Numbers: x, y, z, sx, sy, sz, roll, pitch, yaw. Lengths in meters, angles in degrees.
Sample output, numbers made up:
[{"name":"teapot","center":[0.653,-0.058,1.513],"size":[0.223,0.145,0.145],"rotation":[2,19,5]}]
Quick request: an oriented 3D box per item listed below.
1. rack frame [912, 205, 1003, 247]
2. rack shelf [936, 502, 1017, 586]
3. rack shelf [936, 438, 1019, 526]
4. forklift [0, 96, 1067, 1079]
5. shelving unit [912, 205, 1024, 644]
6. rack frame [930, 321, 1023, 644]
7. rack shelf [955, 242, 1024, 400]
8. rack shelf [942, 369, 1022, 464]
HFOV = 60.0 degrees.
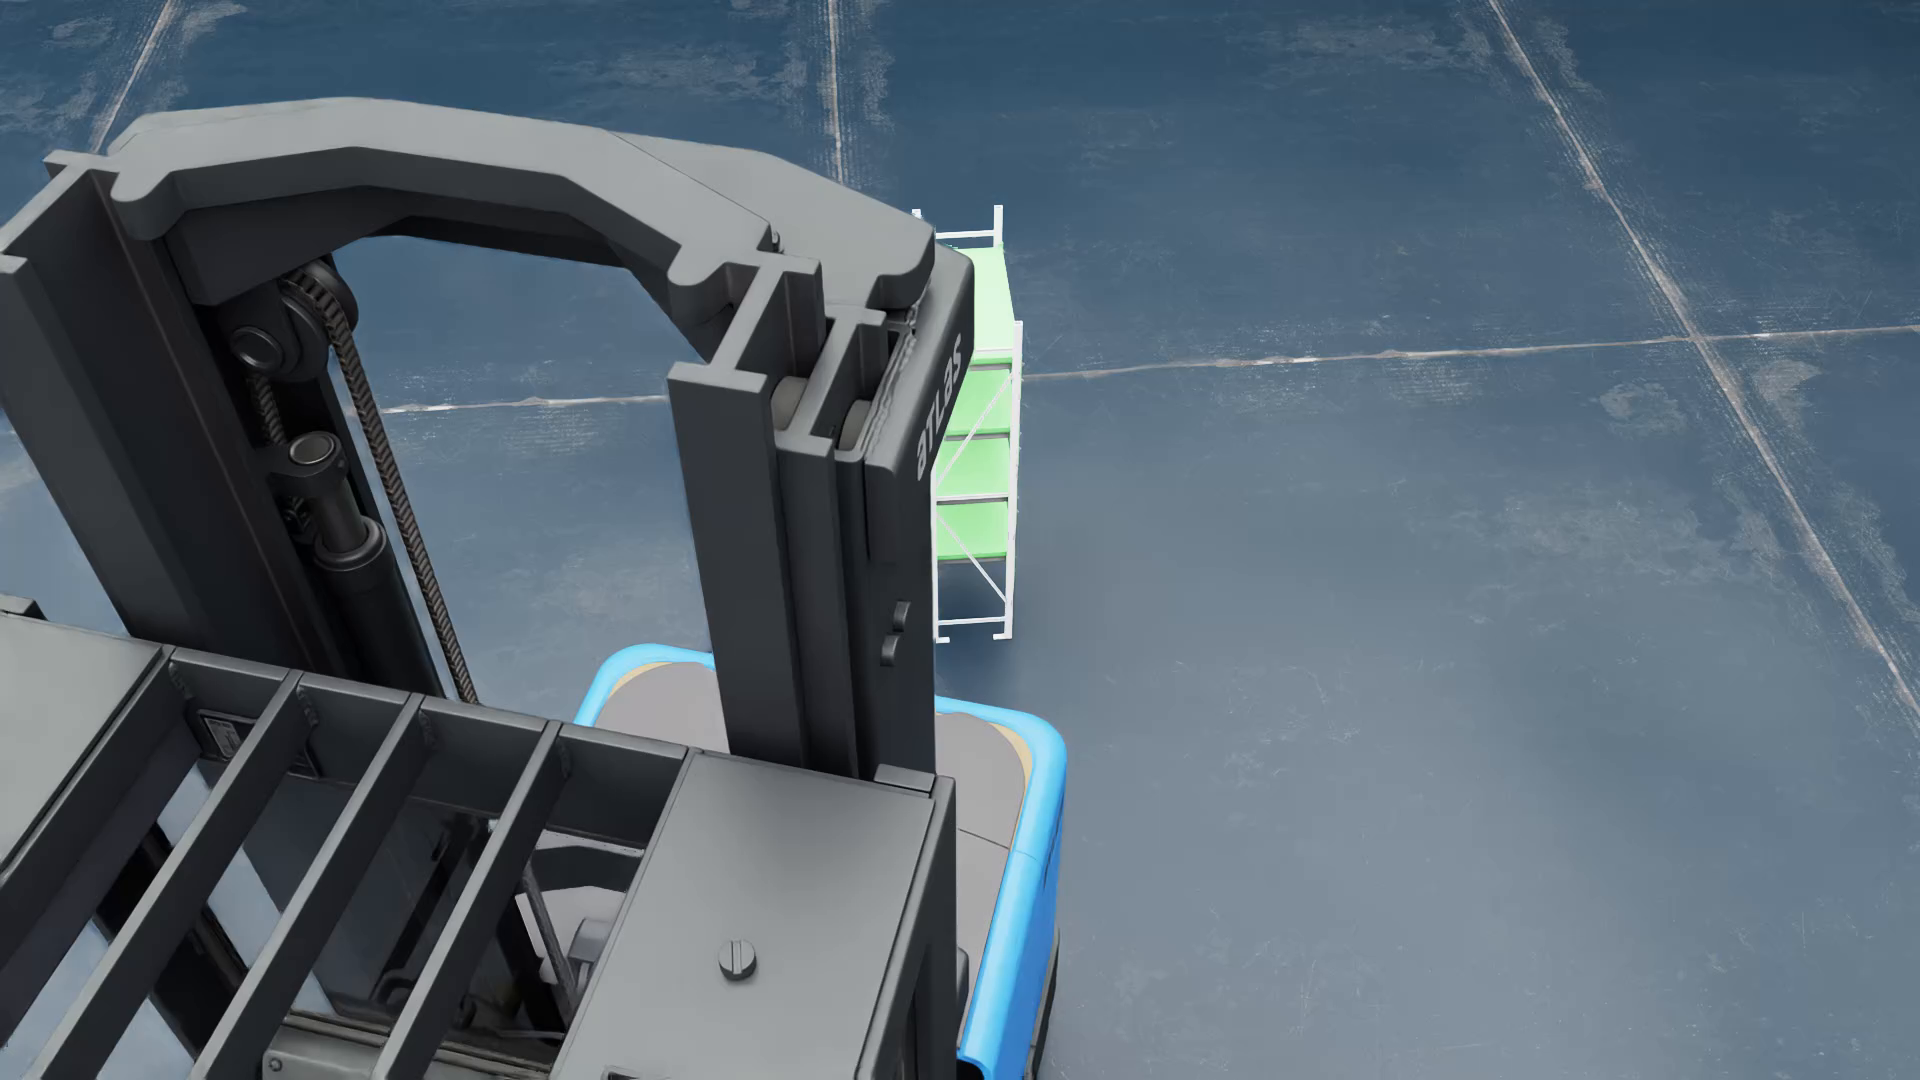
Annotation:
[{"name":"rack frame","center":[-0.007,-0.469,4.868],"size":[0.240,1.200,0.015],"rotation":[-3,47,-3]},{"name":"rack shelf","center":[0.014,-0.084,4.922],"size":[0.258,0.148,0.480],"rotation":[-3,47,-3]},{"name":"rack shelf","center":[0.014,-0.249,4.747],"size":[0.258,0.148,0.480],"rotation":[-3,47,-3]},{"name":"forklift","center":[-0.600,1.062,2.225],"size":[1.130,2.935,3.031],"rotation":[10,47,9]},{"name":"shelving unit","center":[0.014,-0.293,4.701],"size":[0.258,1.200,0.503],"rotation":[-3,47,-3]},{"name":"rack frame","center":[0.034,-0.116,4.534],"size":[0.240,1.200,0.015],"rotation":[-3,47,-3]},{"name":"rack shelf","center":[0.014,-0.579,4.399],"size":[0.258,0.148,0.480],"rotation":[-3,47,-3]},{"name":"rack shelf","center":[0.014,-0.414,4.573],"size":[0.258,0.148,0.480],"rotation":[-3,47,-3]}]
